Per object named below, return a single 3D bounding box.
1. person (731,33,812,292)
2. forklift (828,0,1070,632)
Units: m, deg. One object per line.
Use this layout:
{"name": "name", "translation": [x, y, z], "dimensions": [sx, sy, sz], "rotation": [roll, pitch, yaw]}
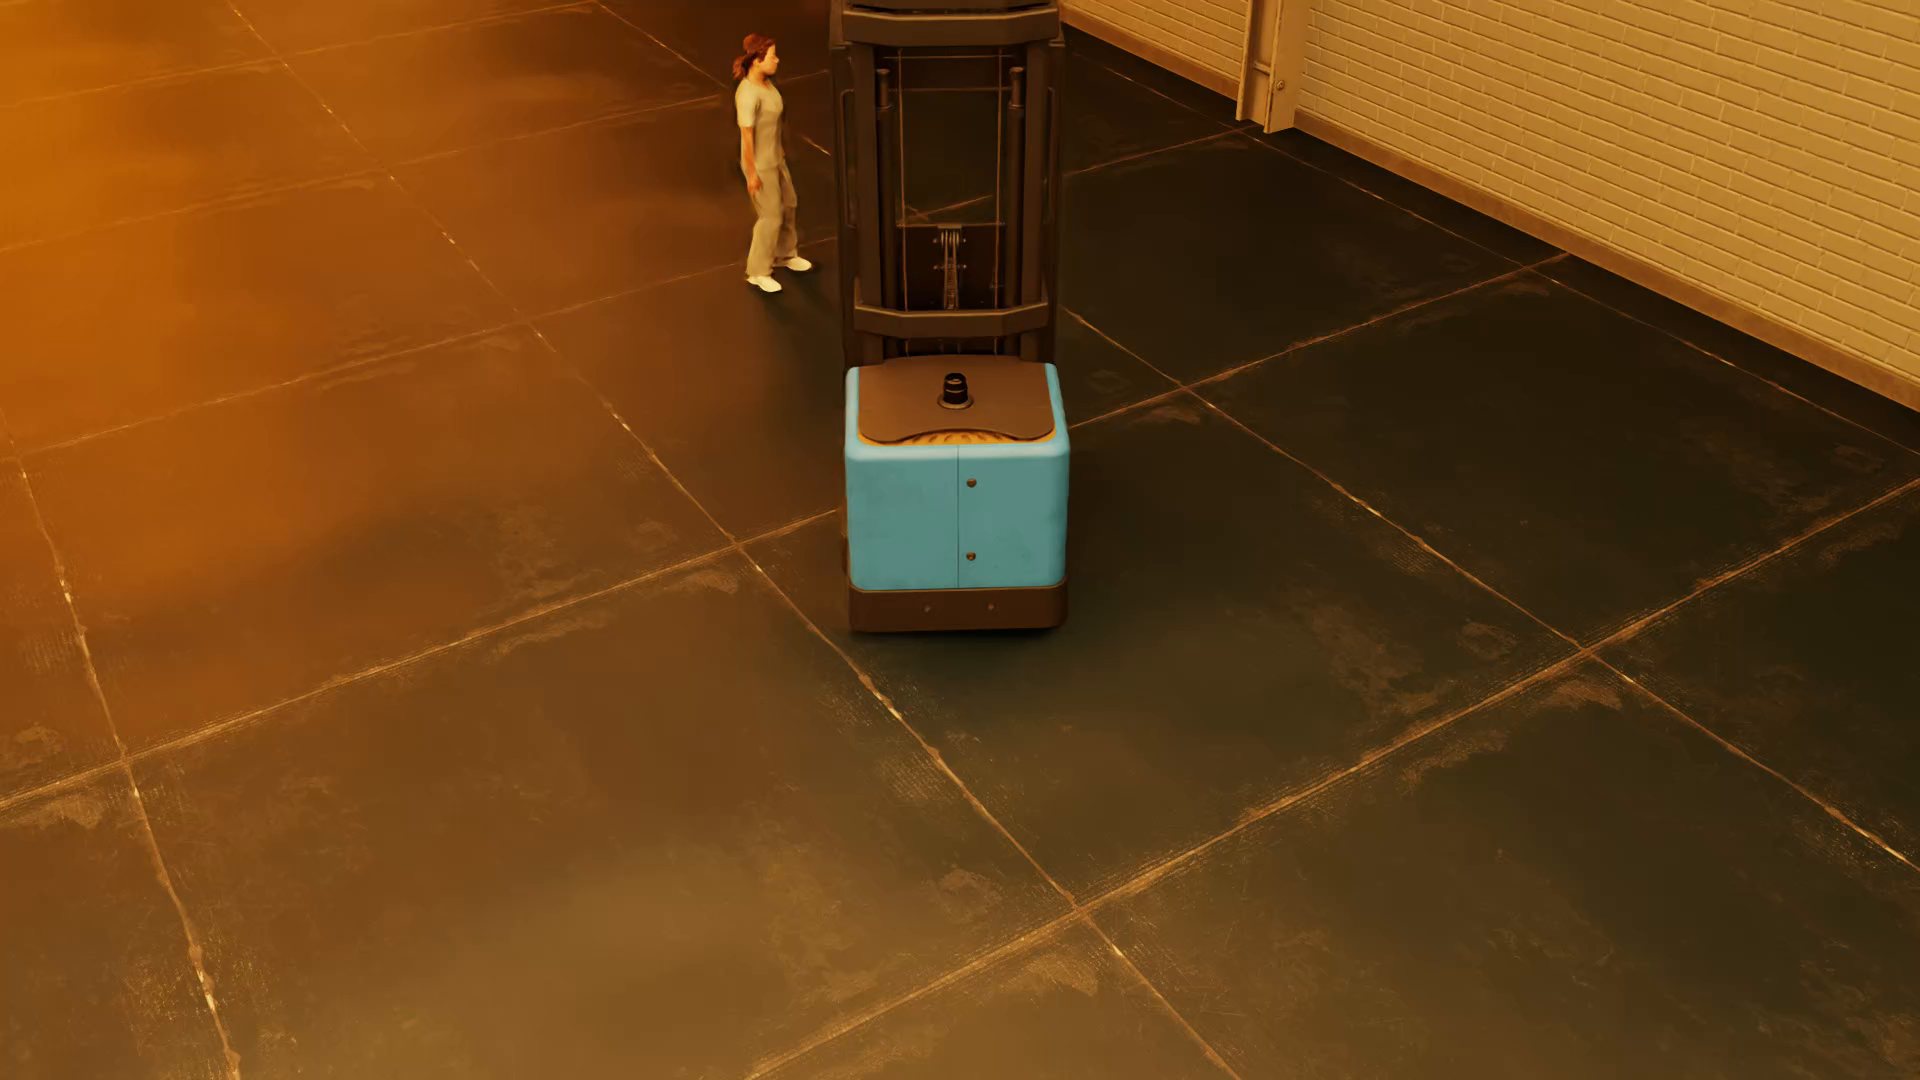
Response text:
{"name": "person", "translation": [-1.223, -2.448, 10.737], "dimensions": [0.421, 1.660, 0.607], "rotation": [2, 35, 3]}
{"name": "forklift", "translation": [-0.070, -1.579, 8.395], "dimensions": [1.130, 2.935, 3.031], "rotation": [-1, 35, -2]}
